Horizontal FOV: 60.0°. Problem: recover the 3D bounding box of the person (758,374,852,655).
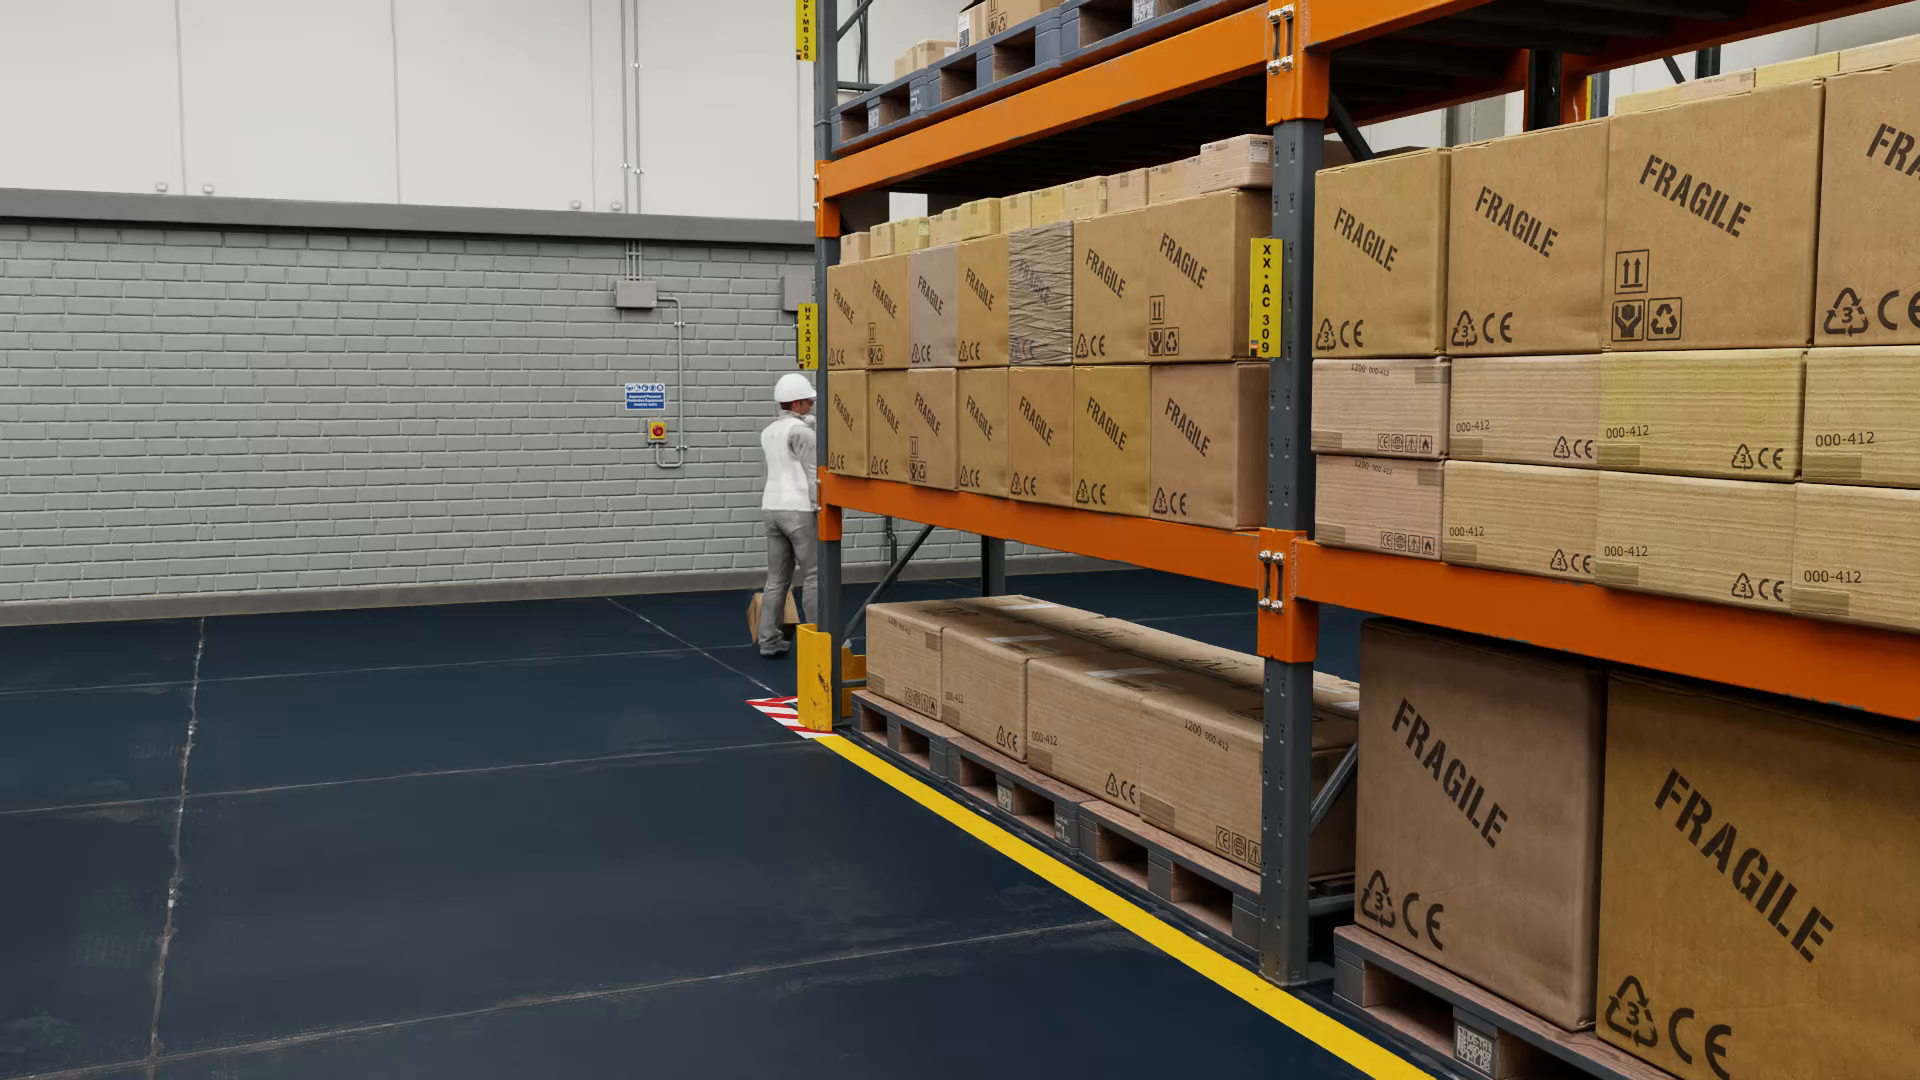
[{"bbox_3d":[-0.990,-0.158,10.506,0.525,1.778,0.622,-4,7,-36],"label":"person"}]
